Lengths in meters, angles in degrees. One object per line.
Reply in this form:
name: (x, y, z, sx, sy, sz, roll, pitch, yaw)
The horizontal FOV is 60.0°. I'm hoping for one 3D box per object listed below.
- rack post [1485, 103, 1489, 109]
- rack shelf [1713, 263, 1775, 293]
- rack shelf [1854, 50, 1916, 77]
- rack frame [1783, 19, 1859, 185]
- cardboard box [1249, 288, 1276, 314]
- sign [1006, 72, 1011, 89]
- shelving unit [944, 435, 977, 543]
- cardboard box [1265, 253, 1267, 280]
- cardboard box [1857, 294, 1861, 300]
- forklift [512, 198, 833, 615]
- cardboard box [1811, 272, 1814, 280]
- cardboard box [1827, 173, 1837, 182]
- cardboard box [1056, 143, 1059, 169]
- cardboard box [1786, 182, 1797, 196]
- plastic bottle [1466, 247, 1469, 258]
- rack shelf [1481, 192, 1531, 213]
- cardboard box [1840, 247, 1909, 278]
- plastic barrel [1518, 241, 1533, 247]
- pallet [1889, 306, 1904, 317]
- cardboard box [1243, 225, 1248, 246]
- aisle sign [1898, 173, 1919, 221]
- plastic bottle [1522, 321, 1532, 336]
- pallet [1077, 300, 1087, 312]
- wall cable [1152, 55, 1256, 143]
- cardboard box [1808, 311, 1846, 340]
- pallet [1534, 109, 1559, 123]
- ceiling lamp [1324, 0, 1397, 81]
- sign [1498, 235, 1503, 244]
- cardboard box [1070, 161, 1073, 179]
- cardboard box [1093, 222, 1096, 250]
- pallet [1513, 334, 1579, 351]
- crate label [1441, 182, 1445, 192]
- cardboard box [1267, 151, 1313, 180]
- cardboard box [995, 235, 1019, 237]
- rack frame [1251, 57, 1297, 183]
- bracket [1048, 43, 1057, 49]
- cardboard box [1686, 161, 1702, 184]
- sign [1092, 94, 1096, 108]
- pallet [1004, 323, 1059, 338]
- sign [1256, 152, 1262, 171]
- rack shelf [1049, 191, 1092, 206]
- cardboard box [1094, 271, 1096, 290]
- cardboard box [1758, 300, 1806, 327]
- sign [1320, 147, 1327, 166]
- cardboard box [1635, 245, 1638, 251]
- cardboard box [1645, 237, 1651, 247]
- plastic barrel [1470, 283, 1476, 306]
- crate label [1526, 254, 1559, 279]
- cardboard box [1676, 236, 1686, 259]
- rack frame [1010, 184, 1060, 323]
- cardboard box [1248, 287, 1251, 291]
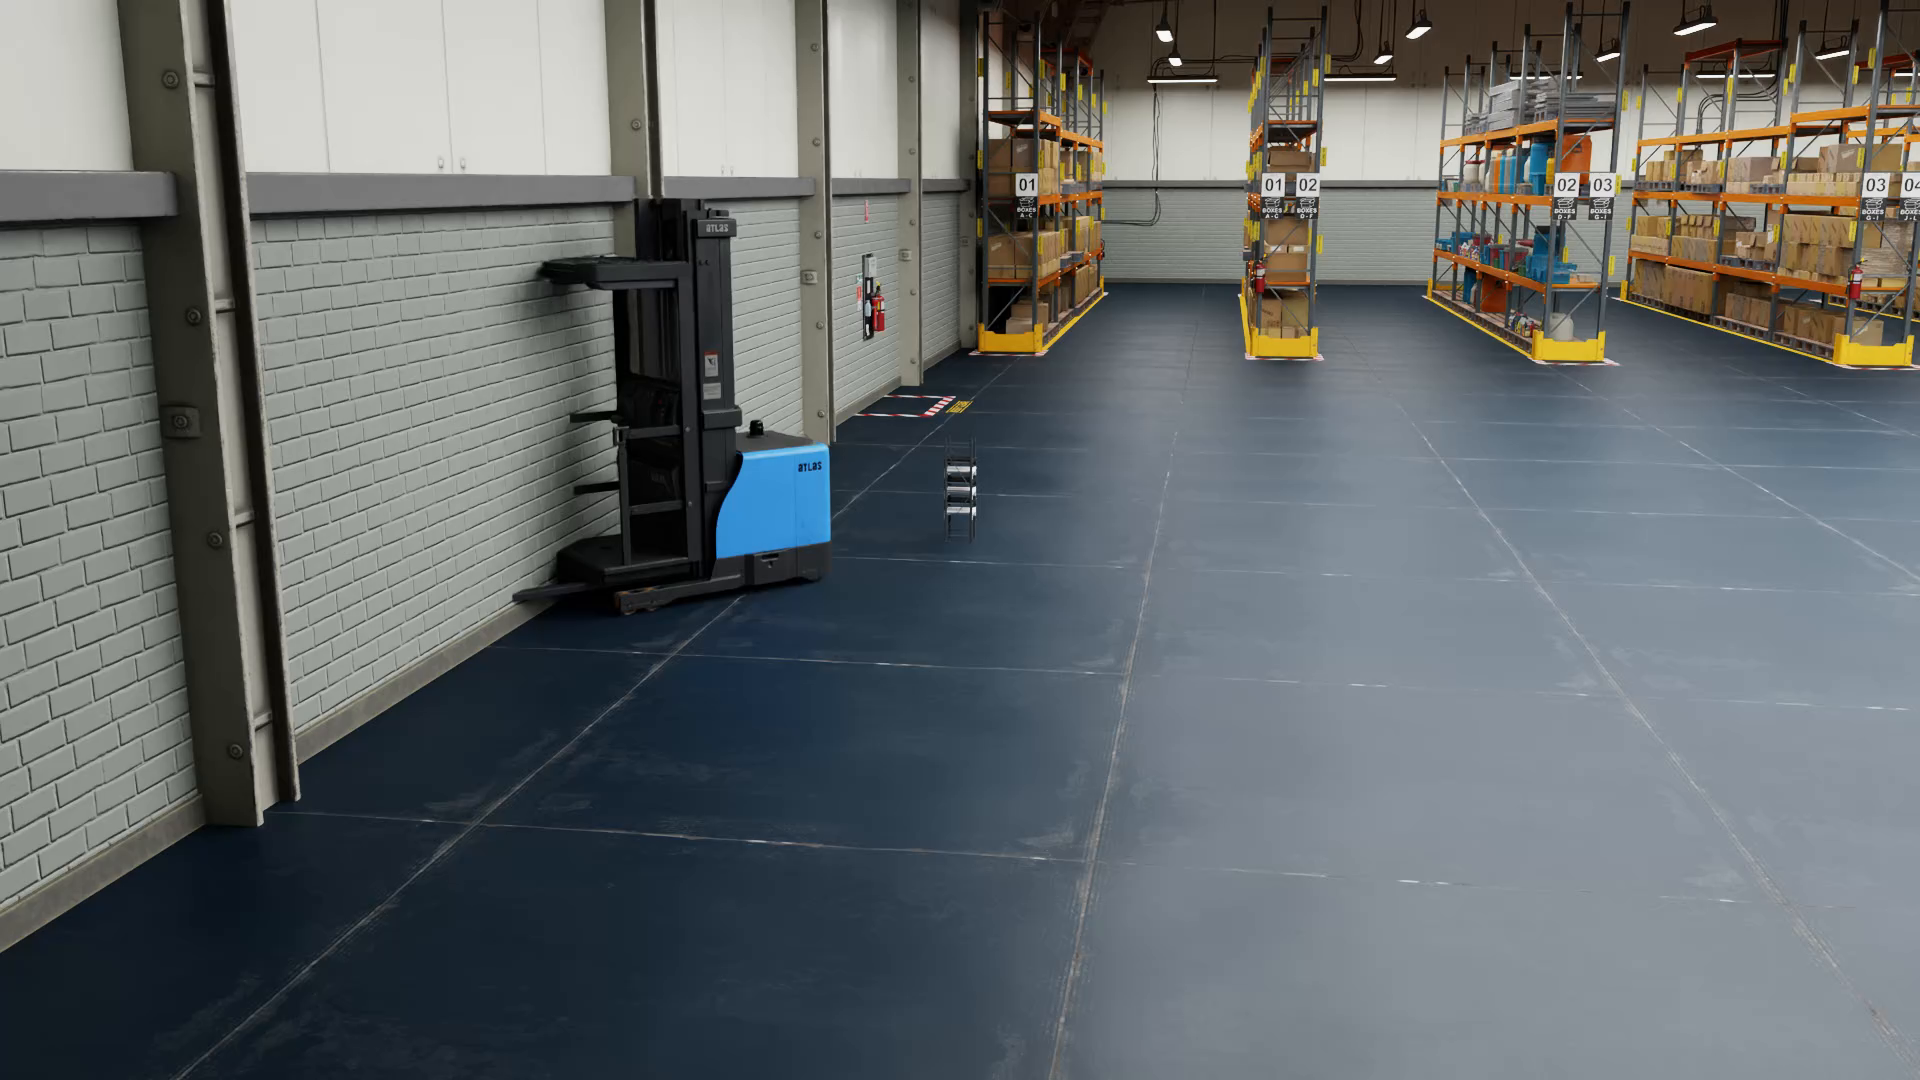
rack post: (11.958, -9.641, 36.645, 0.624, 0.289, 0.986, 2, 12, 9)
rack shelf: (16.522, -5.362, 33.964, 1.077, 0.370, 4.000, 2, 12, 9)
rack shelf: (22.637, -11.403, 39.866, 1.077, 0.370, 4.000, 2, 12, 9)
rack frame: (16.214, -8.230, 31.324, 1.000, 3.000, 0.127, 2, 12, 9)
cardboard box: (6.045, -4.761, 33.215, 0.500, 0.500, 0.500, 2, 12, 9)
sign: (0.981, -9.263, 33.521, 0.100, 0.325, 0.005, 2, 12, 9)
shelving unit: (0.001, -0.442, 14.406, 0.258, 0.900, 0.210, 2, 12, 9)
cardboard box: (5.971, -5.042, 30.532, 0.700, 0.500, 0.500, 2, 12, 10)
cardboard box: (22.323, -6.005, 41.006, 0.380, 0.149, 0.250, 2, 12, 9)
forklift: (-2.481, -1.019, 12.266, 3.031, 2.935, 1.130, -9, 15, -36)
cardboard box: (15.673, -4.774, 30.121, 0.380, 0.149, 0.250, 2, 12, 9)
cardboard box: (15.540, -6.392, 29.321, 0.380, 0.149, 0.250, 1, 12, 6)
cardboard box: (1.722, -7.680, 33.232, 0.500, 0.500, 0.500, 1, 12, 4)
cardboard box: (15.892, -6.605, 31.260, 0.500, 0.250, 0.500, 1, 12, 6)
plastic bottle: (11.880, -6.712, 38.826, 0.097, 0.271, 0.097, 0, 12, 0)
rack shelf: (11.627, -6.989, 34.392, 1.077, 0.370, 4.000, 2, 12, 9)
cardboard box: (15.710, -4.773, 28.578, 0.875, 0.500, 0.500, 2, 12, 9)
plastic barrel: (11.863, -5.960, 34.704, 0.433, 0.535, 0.433, 0, 12, 0)
pallet: (22.211, -5.256, 38.382, 1.003, 0.211, 1.213, 2, 12, 9)
cardboard box: (7.363, -7.448, 40.698, 0.700, 0.500, 0.500, -2, 12, -10)
aisle sign: (15.886, -5.713, 27.714, 0.394, 0.787, 0.004, 2, 12, 9)
plastic bottle: (10.620, -3.957, 31.157, 0.152, 0.276, 0.135, 2, 12, 9)
pallet: (2.532, -5.664, 40.273, 1.003, 0.211, 1.213, 2, 12, 9)
wall cable: (7.272, -13.239, 49.947, 3.097, 2.526, 0.112, 2, 12, 9)
cardboard box: (16.014, -3.948, 30.629, 0.500, 0.500, 0.500, 1, 12, 4)
pallet: (11.035, -7.676, 30.148, 1.003, 0.211, 1.213, 2, 12, 9)
ceiling lamp: (11.156, -14.381, 46.006, 2.000, 3.185, 0.800, 2, 12, 9)
sign: (13.094, -7.241, 40.314, 0.100, 0.325, 0.005, 2, 12, 9)
cardboard box: (2.291, -8.672, 39.210, 0.700, 0.500, 0.500, 3, 12, 12)
cardboard box: (3.081, -8.007, 43.816, 0.980, 0.700, 0.700, 1, 12, 6)
pallet: (10.990, -3.702, 31.170, 1.003, 0.211, 1.213, 2, 12, 9)
crate label: (12.704, -9.168, 43.149, 0.408, 0.251, 0.502, 2, 12, 9)
cardboard box: (5.903, -6.697, 29.754, 0.797, 0.503, 0.637, 3, 12, 13)
cardboard box: (0.865, -5.459, 31.233, 0.500, 0.500, 0.500, 2, 12, 9)
rack frame: (7.656, -10.218, 40.544, 1.000, 3.000, 0.127, 2, 12, 9)
bracket: (2.301, -12.213, 41.258, 0.235, 0.232, 0.430, 2, 12, 9)
cardboard box: (17.365, -8.563, 38.751, 0.700, 0.500, 0.500, 2, 12, 10)
sign: (3.299, -10.858, 41.109, 0.100, 0.325, 0.005, 2, 12, 9)
pallet: (1.462, -4.275, 33.830, 1.003, 0.211, 1.213, 2, 12, 9)
sign: (5.277, -6.668, 29.279, 0.100, 0.325, 0.005, 2, 12, 9)
rack shelf: (2.453, -8.143, 39.746, 1.077, 0.370, 4.000, 2, 12, 9)
cardboard box: (3.291, -7.008, 44.826, 0.700, 0.500, 0.500, 2, 12, 8)
cardboard box: (16.422, -4.517, 33.221, 0.700, 0.500, 0.500, 2, 12, 8)
sign: (6.358, -6.700, 29.080, 0.100, 0.325, 0.005, 2, 12, 9)
cardboard box: (17.602, -7.503, 42.785, 0.380, 0.149, 0.250, 2, 12, 7)
cardboard box: (17.490, -7.455, 41.616, 0.500, 0.250, 0.500, 2, 12, 8)
plastic barrel: (12.166, -5.738, 38.907, 0.421, 0.512, 0.421, 0, 12, 0)
crate label: (10.721, -5.035, 30.652, 0.502, 0.435, 0.616, 2, 12, 9)
cardboard box: (17.050, -6.820, 38.780, 0.500, 0.500, 0.500, 2, 12, 9)
rack frame: (1.531, -5.779, 34.190, 1.000, 3.000, 0.127, 2, 12, 9)
cardboard box: (6.670, -5.488, 37.037, 0.500, 0.311, 0.500, 2, 12, 11)
